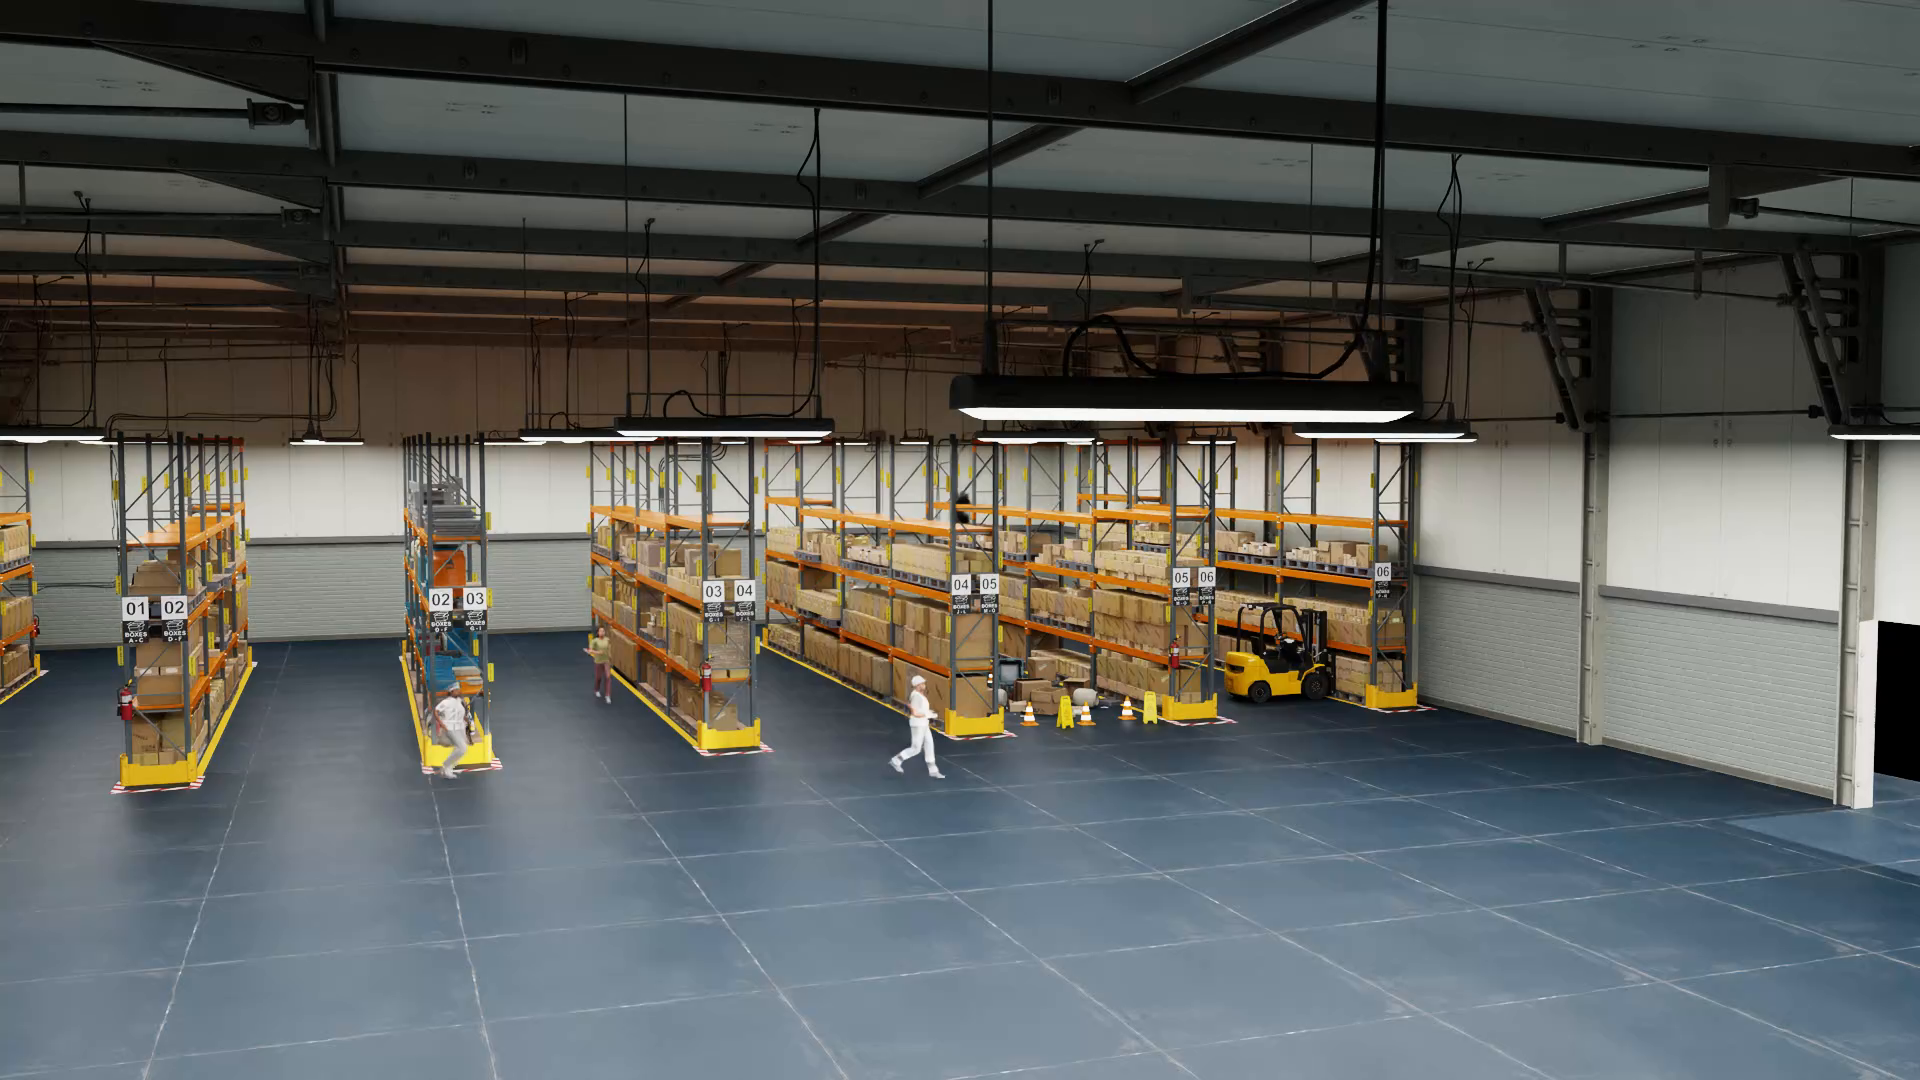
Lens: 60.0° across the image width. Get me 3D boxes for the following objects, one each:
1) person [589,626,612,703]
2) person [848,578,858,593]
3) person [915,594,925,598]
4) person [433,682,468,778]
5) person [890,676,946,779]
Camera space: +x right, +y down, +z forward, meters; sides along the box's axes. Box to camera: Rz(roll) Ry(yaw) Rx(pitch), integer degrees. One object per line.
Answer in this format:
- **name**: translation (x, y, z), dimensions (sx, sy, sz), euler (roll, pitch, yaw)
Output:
- **person**: translation (-8.110, 2.789, 37.568), dimensions (0.564, 1.696, 0.927), euler (-2, 4, -28)
- **person**: translation (-3.170, 2.039, 50.614), dimensions (0.965, 1.799, 0.647), euler (-1, 3, -15)
- **person**: translation (-1.298, 2.060, 51.365), dimensions (0.559, 1.651, 0.667), euler (1, 3, 9)
- **person**: translation (-8.754, 3.291, 28.837), dimensions (0.552, 1.658, 0.570), euler (0, 3, 8)
- **person**: translation (-0.725, 3.230, 28.676), dimensions (0.985, 1.793, 0.655), euler (1, 3, 10)
